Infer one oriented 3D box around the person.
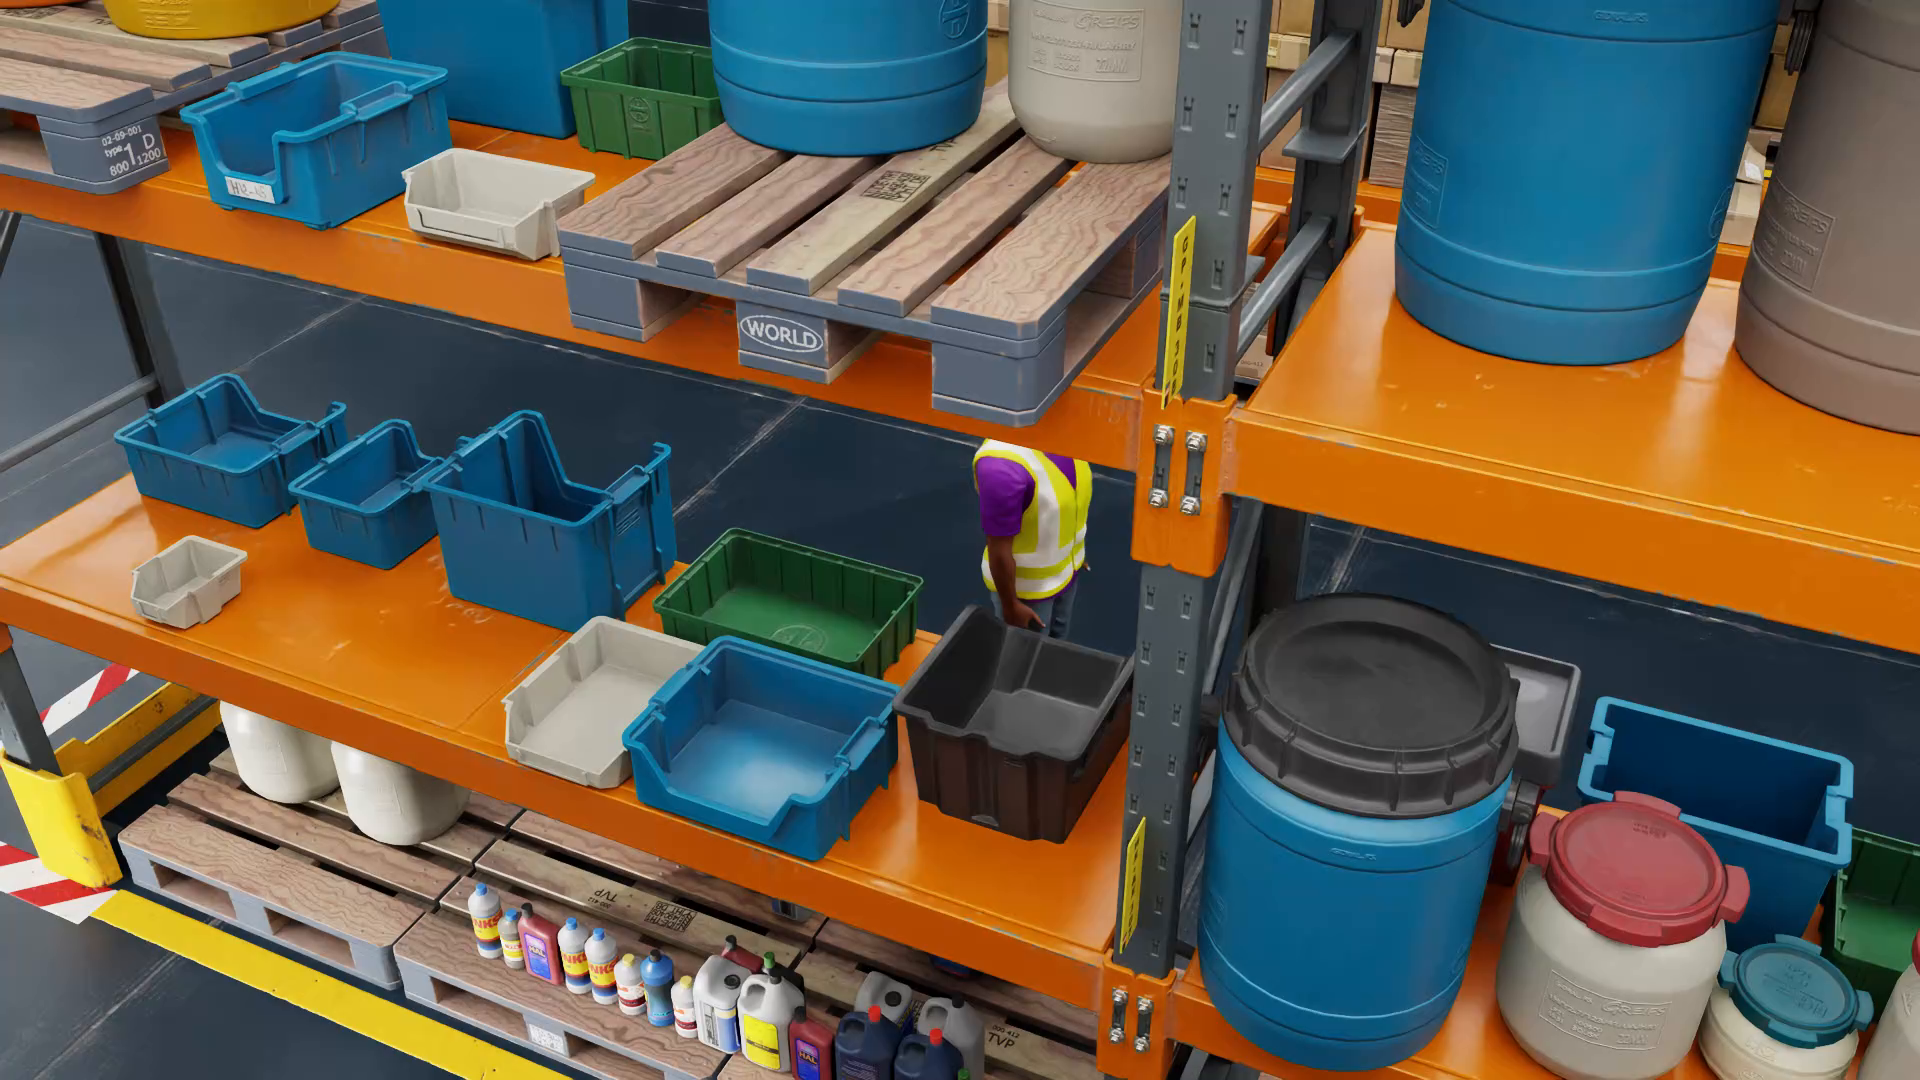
[{"bbox_3d":[0.264,0.117,5.960,0.342,1.782,0.562,15,36,22],"label":"person"}]
